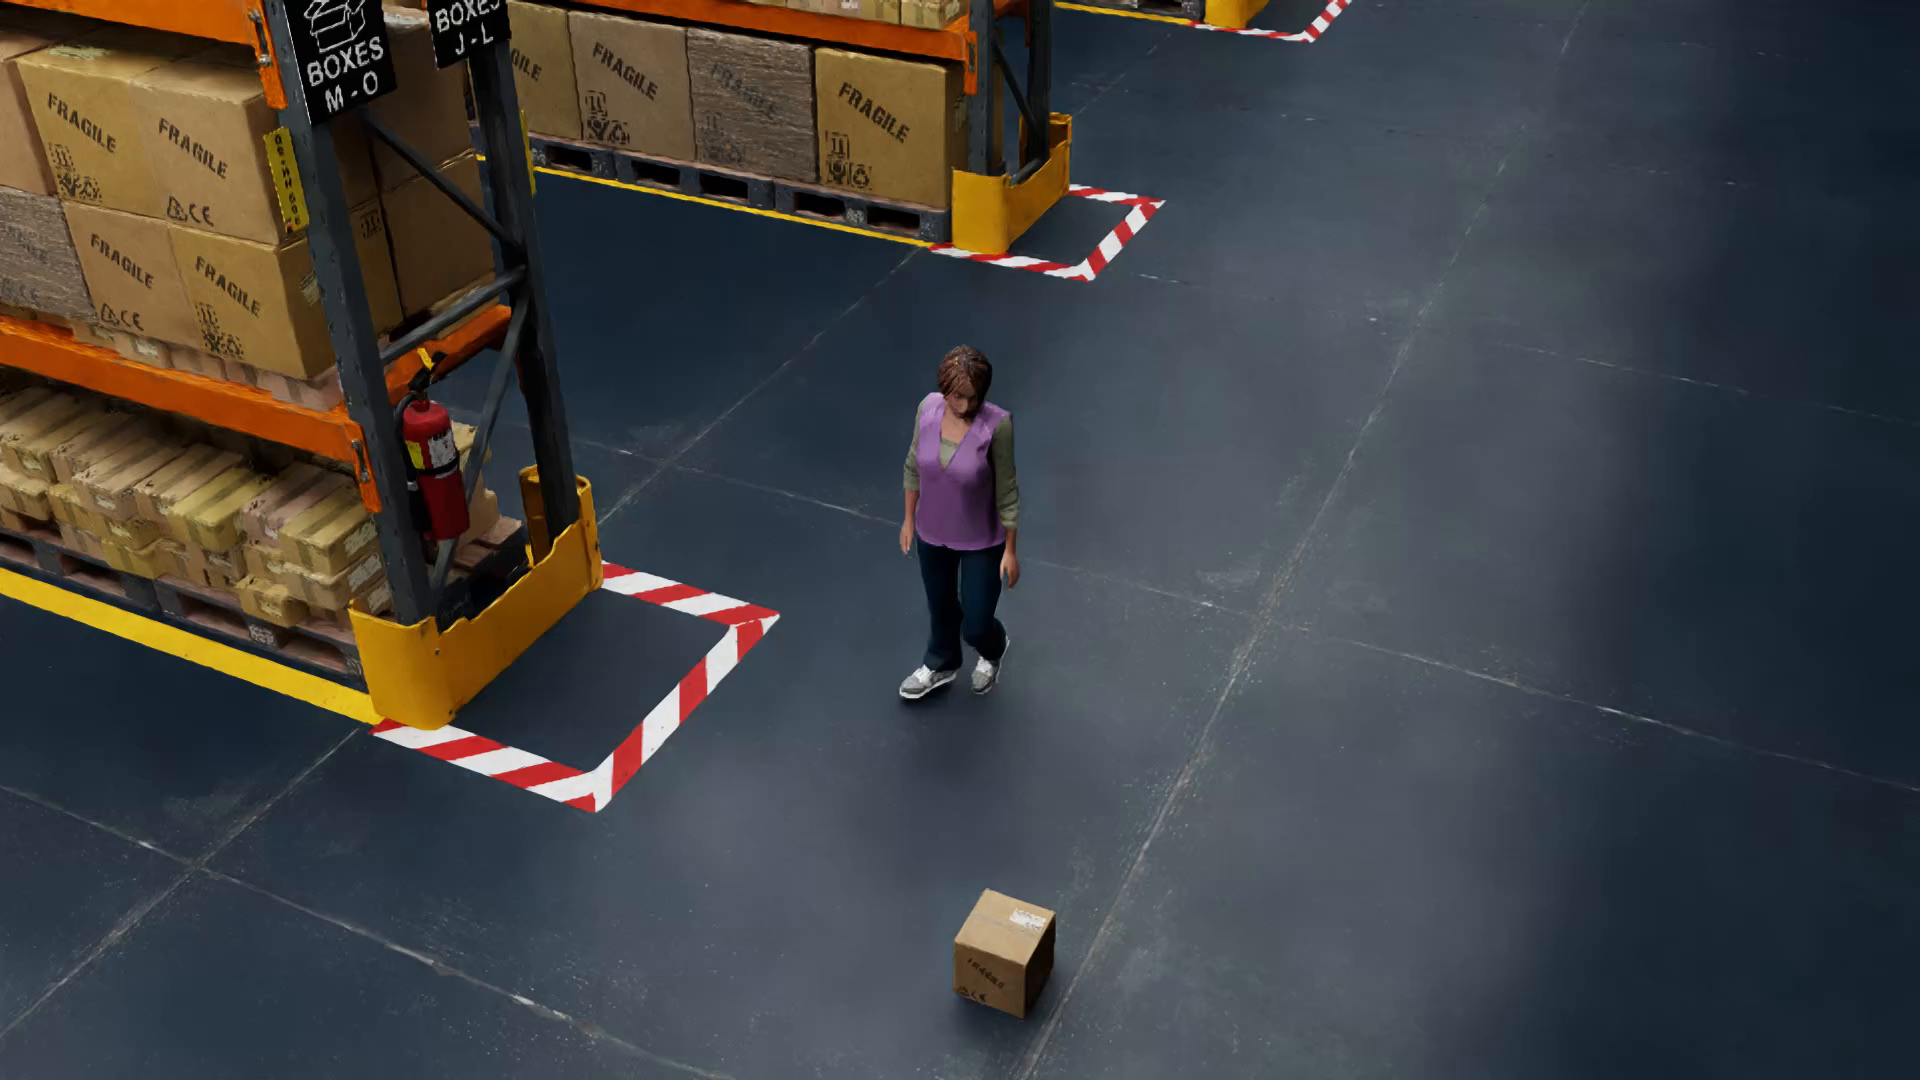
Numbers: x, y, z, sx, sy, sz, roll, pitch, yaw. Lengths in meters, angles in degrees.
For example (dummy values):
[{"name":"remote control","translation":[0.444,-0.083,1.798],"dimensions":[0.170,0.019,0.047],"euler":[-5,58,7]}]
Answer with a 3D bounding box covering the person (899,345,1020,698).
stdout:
[{"name":"person","translation":[0.025,-0.029,6.160],"dimensions":[0.493,1.588,0.420],"euler":[17,38,23]}]
